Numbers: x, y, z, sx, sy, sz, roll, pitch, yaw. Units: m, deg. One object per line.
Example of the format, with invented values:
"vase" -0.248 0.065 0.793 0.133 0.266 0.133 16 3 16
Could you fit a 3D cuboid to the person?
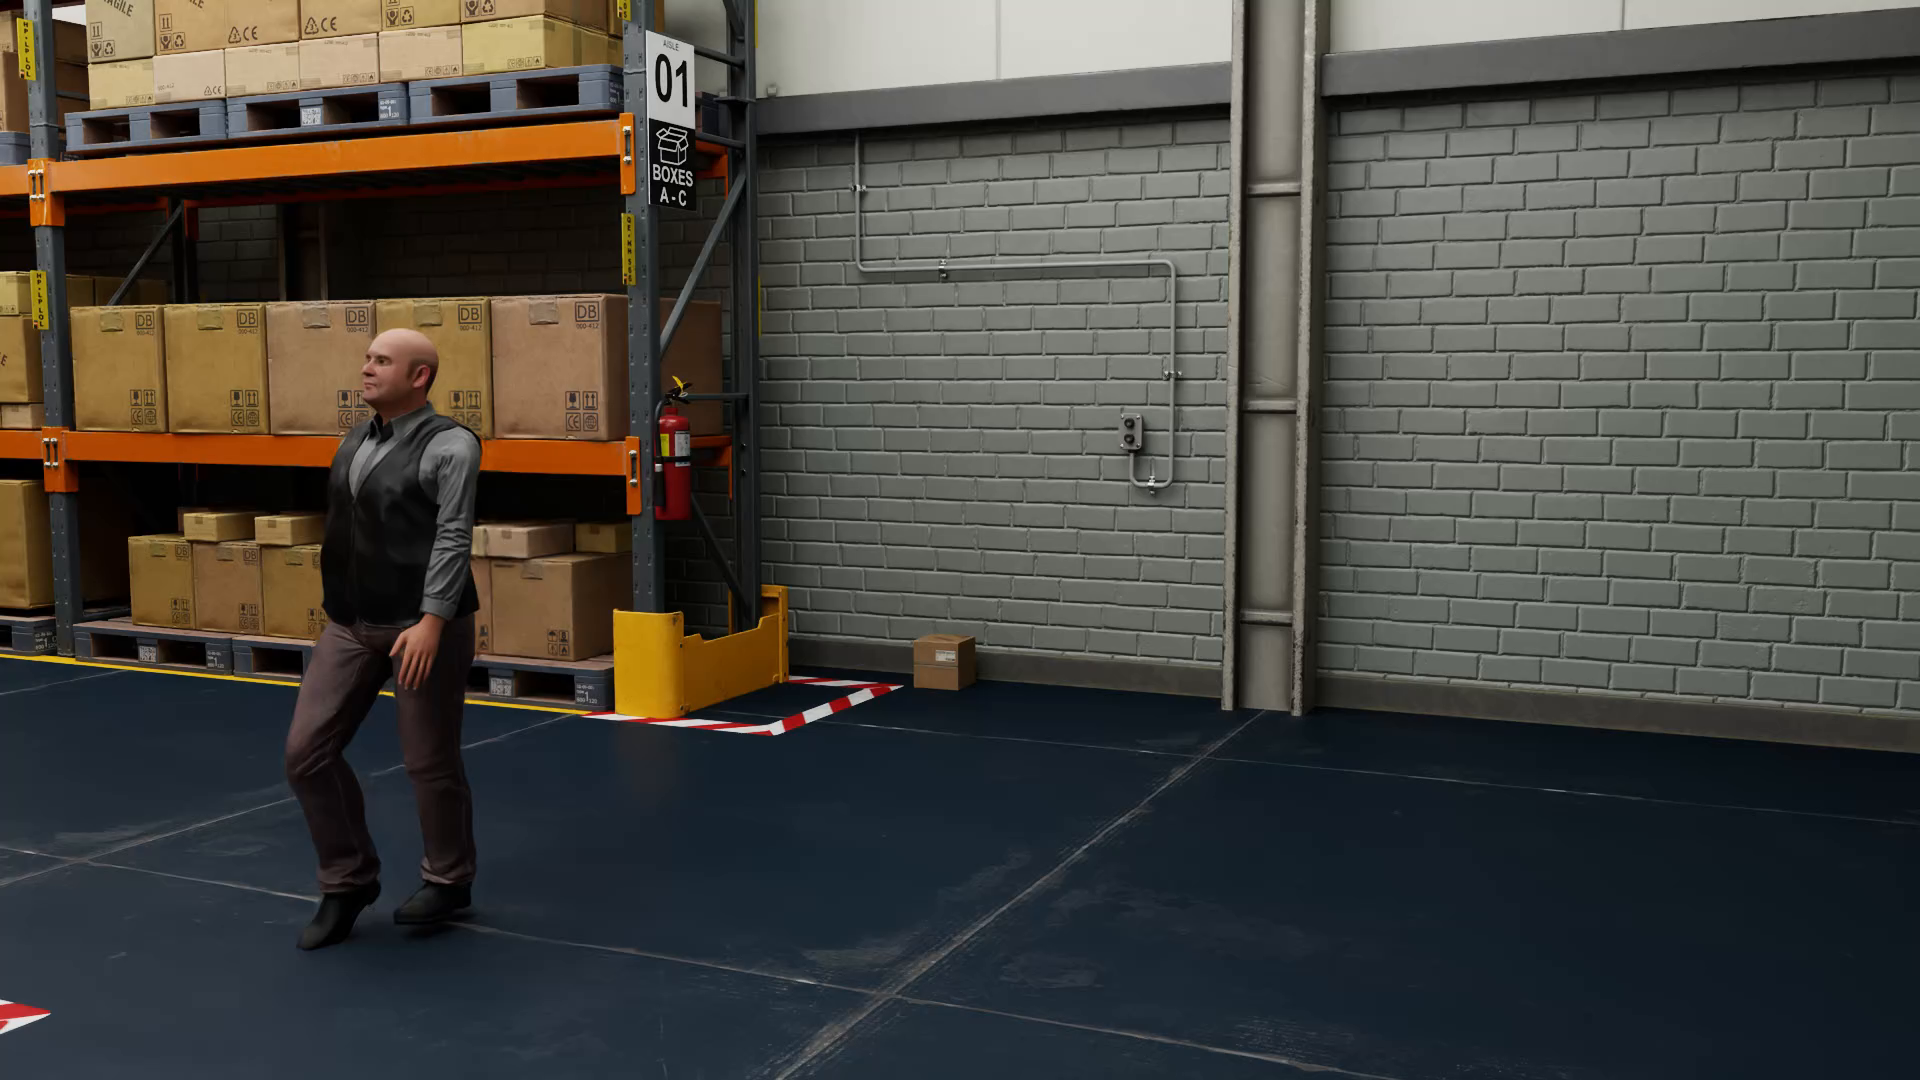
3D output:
"person" -1.610 0.288 4.729 0.537 1.769 0.513 2 6 22
